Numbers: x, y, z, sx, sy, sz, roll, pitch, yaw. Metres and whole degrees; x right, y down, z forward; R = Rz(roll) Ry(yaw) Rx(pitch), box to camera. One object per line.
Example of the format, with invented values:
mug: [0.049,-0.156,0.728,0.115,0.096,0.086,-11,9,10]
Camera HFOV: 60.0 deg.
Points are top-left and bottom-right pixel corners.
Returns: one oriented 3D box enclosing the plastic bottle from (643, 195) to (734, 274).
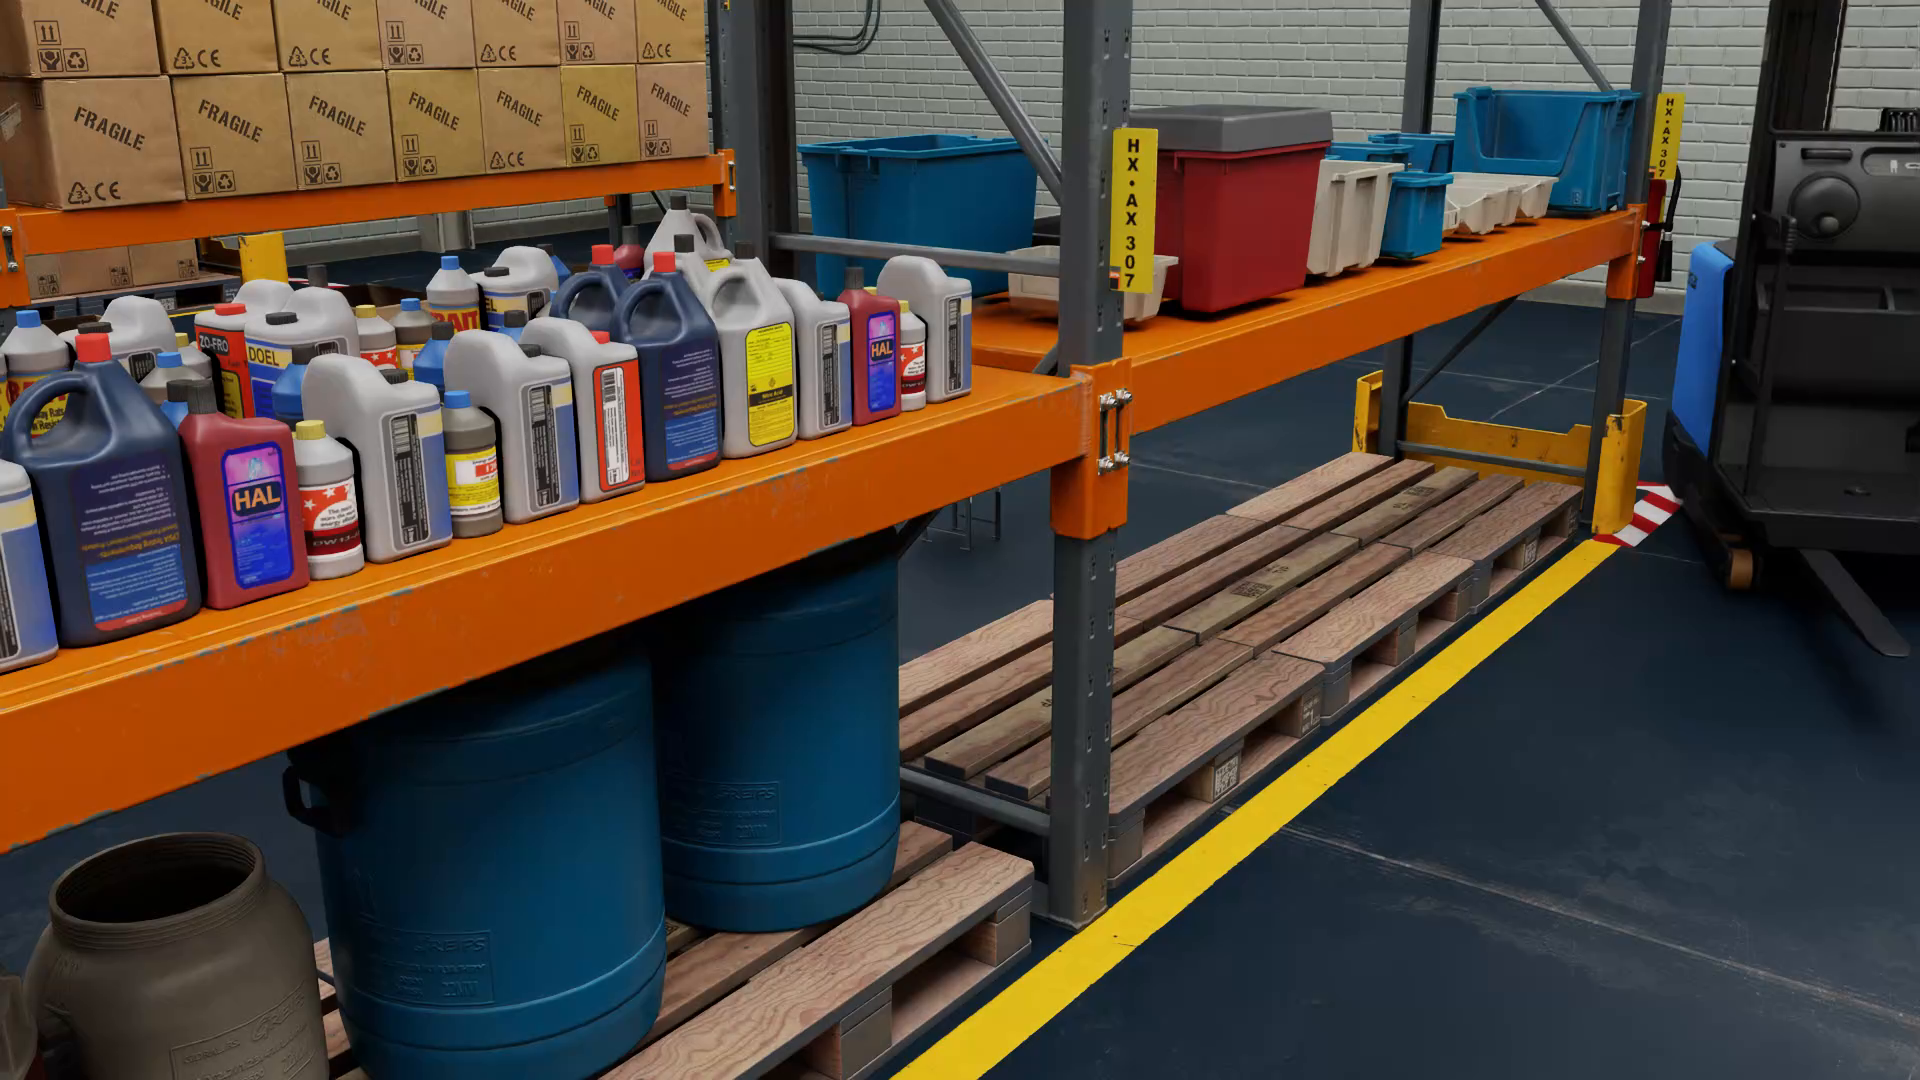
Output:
plastic bottle: [-0.585,-0.570,3.604,0.144,0.351,0.185,12,21,35]

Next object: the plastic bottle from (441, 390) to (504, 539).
plastic bottle: [-0.712,-0.112,2.381,0.097,0.201,0.097,0,17,0]

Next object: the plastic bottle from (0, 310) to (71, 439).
plastic bottle: [-1.454,-0.226,2.632,0.097,0.271,0.097,0,17,0]

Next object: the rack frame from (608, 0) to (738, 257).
rack frame: [-1.684,-2.458,9.602,1.000,3.000,0.127,12,21,35]

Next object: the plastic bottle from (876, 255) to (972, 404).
plastic bottle: [-0.066,-0.419,3.245,0.152,0.276,0.135,12,21,35]

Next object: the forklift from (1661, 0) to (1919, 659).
forklift: [3.416,-1.260,5.858,1.130,2.935,3.031,4,18,13]

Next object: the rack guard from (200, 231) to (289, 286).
rack guard: [-5.650,-2.145,12.807,1.175,0.500,0.348,12,21,35]

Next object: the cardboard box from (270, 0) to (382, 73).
cardboard box: [-2.947,-2.339,7.362,0.500,0.500,0.500,12,21,33]

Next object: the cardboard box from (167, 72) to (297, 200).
cardboard box: [-3.242,-1.749,7.150,0.500,0.500,0.500,13,21,36]

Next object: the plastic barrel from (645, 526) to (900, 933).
plastic barrel: [-0.429,0.299,3.554,0.600,0.901,0.708,12,21,35]

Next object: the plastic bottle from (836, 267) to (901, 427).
plastic bottle: [-0.168,-0.360,3.040,0.061,0.283,0.133,12,21,35]

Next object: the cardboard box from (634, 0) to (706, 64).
cardboard box: [-1.728,-2.829,8.941,0.500,0.500,0.500,12,21,34]

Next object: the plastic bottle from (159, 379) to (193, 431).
plastic bottle: [-0.978,-0.069,2.125,0.097,0.271,0.097,0,17,0]

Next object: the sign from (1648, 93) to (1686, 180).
sign: [2.744,-1.567,6.456,0.100,0.325,0.005,12,21,35]

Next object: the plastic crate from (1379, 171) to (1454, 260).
plastic crate: [1.274,-0.996,5.076,0.416,0.233,0.300,12,21,35]

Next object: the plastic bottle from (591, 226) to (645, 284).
plastic bottle: [-0.732,-0.530,3.589,0.061,0.283,0.133,12,21,35]

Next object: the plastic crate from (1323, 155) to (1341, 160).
plastic crate: [1.096,-1.217,5.785,0.416,0.233,0.300,12,21,35]

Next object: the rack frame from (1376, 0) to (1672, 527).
rack frame: [2.292,-1.582,6.781,1.000,3.000,0.127,12,21,35]

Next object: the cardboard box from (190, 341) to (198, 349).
cardboard box: [-3.509,-0.796,8.041,0.500,0.311,0.500,12,21,35]

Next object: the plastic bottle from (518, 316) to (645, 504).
plastic bottle: [-0.585,-0.212,2.578,0.152,0.276,0.135,12,21,35]

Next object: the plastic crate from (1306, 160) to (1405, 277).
plastic crate: [0.967,-0.933,4.788,0.437,0.282,0.530,12,21,35]

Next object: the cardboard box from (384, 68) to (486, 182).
cardboard box: [-2.640,-1.989,7.923,0.500,0.500,0.500,12,21,34]

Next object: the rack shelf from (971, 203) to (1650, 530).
rack shelf: [1.100,-0.762,5.353,1.077,0.370,4.000,12,21,35]

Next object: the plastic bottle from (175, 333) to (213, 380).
plastic bottle: [-1.316,-0.248,2.821,0.097,0.201,0.097,0,17,0]

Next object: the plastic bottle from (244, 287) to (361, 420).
plastic bottle: [-1.103,-0.280,2.796,0.152,0.276,0.135,12,21,35]

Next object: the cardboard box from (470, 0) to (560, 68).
cardboard box: [-2.334,-2.584,8.153,0.500,0.500,0.500,13,22,36]

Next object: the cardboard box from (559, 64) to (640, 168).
cardboard box: [-2.038,-2.227,8.689,0.500,0.500,0.500,13,21,35]

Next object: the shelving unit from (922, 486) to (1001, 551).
shelving unit: [0.005,-0.432,6.617,0.258,0.900,0.210,12,21,35]

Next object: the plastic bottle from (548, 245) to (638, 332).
plastic bottle: [-0.602,-0.311,2.769,0.144,0.351,0.185,12,21,35]

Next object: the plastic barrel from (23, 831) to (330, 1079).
plastic barrel: [-1.259,0.772,2.687,0.421,0.512,0.421,0,17,0]

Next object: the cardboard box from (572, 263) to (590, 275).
cardboard box: [-1.810,-1.302,9.350,0.500,0.500,0.500,12,21,35]

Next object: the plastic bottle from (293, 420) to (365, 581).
plastic bottle: [-0.850,-0.057,2.203,0.097,0.201,0.097,0,17,0]

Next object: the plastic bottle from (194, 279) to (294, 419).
plastic bottle: [-1.225,-0.307,2.883,0.152,0.276,0.135,12,21,35]

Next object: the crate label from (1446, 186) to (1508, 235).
crate label: [1.621,-1.122,5.641,0.396,0.136,0.243,12,21,35]

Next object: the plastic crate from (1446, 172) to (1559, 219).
plastic crate: [1.952,-1.259,6.082,0.396,0.136,0.243,12,21,35]

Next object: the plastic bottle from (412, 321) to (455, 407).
plastic bottle: [-0.776,-0.195,2.532,0.097,0.271,0.097,0,17,0]

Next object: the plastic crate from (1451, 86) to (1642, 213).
plastic crate: [2.243,-1.515,6.403,0.616,0.435,0.499,12,21,35]

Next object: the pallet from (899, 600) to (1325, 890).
pallet: [0.316,0.520,4.712,1.003,0.211,1.213,12,21,35]

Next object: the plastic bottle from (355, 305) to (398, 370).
plastic bottle: [-1.098,-0.335,3.101,0.097,0.201,0.097,0,17,0]

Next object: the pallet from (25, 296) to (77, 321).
pallet: [-6.805,-1.507,11.242,1.003,0.211,1.213,12,21,35]

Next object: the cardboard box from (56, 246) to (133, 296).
cardboard box: [-6.299,-2.036,11.749,0.700,0.500,0.500,12,21,35]

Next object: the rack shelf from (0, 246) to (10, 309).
rack shelf: [-5.259,-0.686,5.107,1.077,0.370,4.000,12,21,35]

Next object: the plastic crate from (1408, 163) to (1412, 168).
plastic crate: [1.623,-1.422,6.610,0.250,0.136,0.298,12,21,35]

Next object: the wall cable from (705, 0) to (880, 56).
wall cable: [-2.007,-5.999,16.124,3.097,2.526,0.112,12,21,35]

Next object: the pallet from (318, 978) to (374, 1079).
pallet: [-1.311,1.171,2.619,1.003,0.211,1.213,12,21,35]

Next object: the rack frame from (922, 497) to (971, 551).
rack frame: [-0.056,-0.407,6.539,0.240,0.900,0.006,12,21,35]

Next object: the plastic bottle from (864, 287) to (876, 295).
plastic bottle: [-0.178,-0.401,3.313,0.097,0.201,0.097,0,17,0]

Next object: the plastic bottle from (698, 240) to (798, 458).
plastic bottle: [-0.376,-0.329,2.829,0.144,0.351,0.185,12,21,35]

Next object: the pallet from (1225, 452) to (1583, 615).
pallet: [1.770,-0.061,6.584,1.003,0.211,1.213,12,21,35]

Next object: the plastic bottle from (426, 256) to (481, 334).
plastic bottle: [-0.982,-0.415,3.240,0.097,0.271,0.097,0,17,0]

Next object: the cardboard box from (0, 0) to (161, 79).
cardboard box: [-3.560,-2.093,6.572,0.500,0.500,0.500,13,22,36]

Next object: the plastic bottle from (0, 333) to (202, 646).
plastic bottle: [-1.032,-0.067,1.984,0.144,0.351,0.185,12,21,35]

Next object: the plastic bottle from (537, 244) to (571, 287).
plastic bottle: [-0.844,-0.470,3.418,0.097,0.271,0.097,0,17,0]

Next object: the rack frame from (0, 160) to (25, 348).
rack frame: [-4.067,-1.506,6.534,1.000,3.000,0.127,12,21,35]

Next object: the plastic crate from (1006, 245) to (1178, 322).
plastic crate: [0.301,-0.618,4.019,0.396,0.136,0.243,12,21,35]
